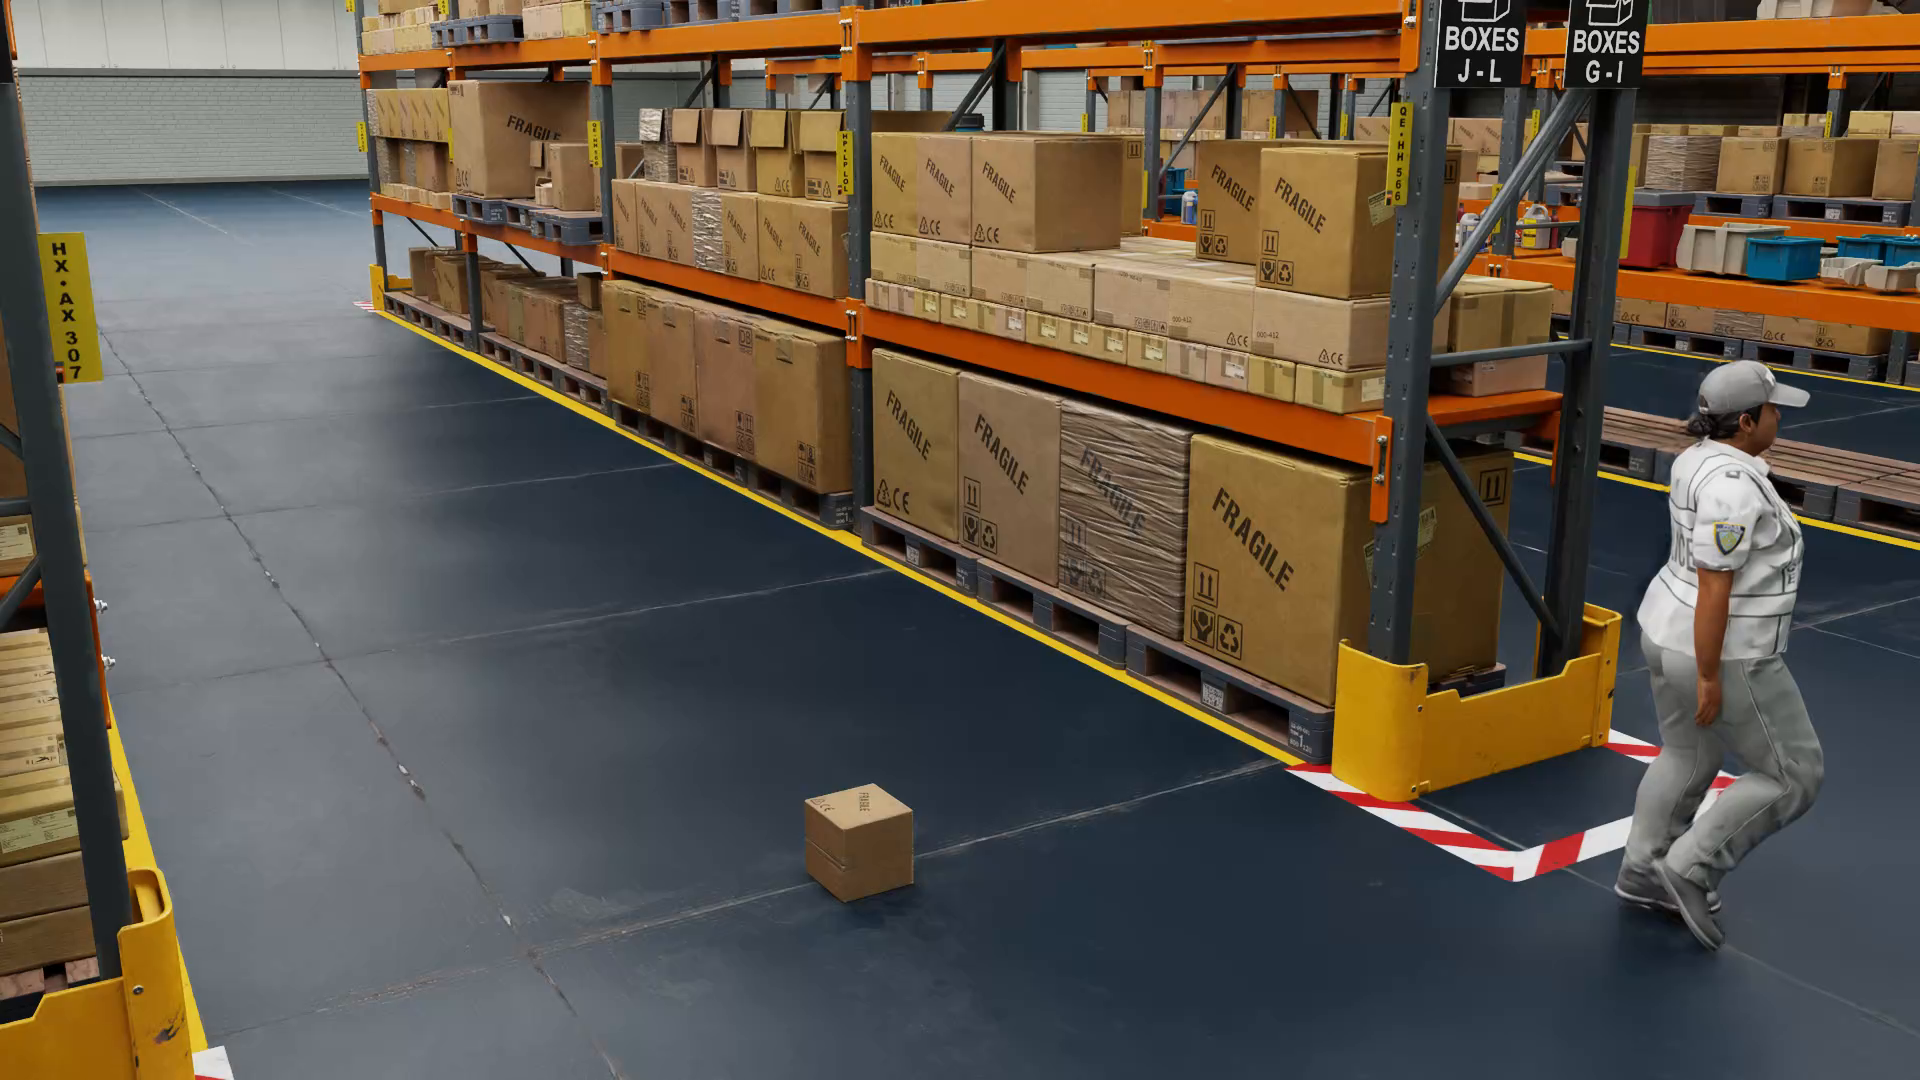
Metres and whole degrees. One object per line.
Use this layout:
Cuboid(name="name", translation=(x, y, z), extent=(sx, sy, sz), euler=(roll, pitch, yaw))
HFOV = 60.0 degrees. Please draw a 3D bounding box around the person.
Cuboid(name="person", translation=(2.183, 0.329, 4.732), extent=(0.468, 1.690, 0.485), euler=(2, 15, 8))
